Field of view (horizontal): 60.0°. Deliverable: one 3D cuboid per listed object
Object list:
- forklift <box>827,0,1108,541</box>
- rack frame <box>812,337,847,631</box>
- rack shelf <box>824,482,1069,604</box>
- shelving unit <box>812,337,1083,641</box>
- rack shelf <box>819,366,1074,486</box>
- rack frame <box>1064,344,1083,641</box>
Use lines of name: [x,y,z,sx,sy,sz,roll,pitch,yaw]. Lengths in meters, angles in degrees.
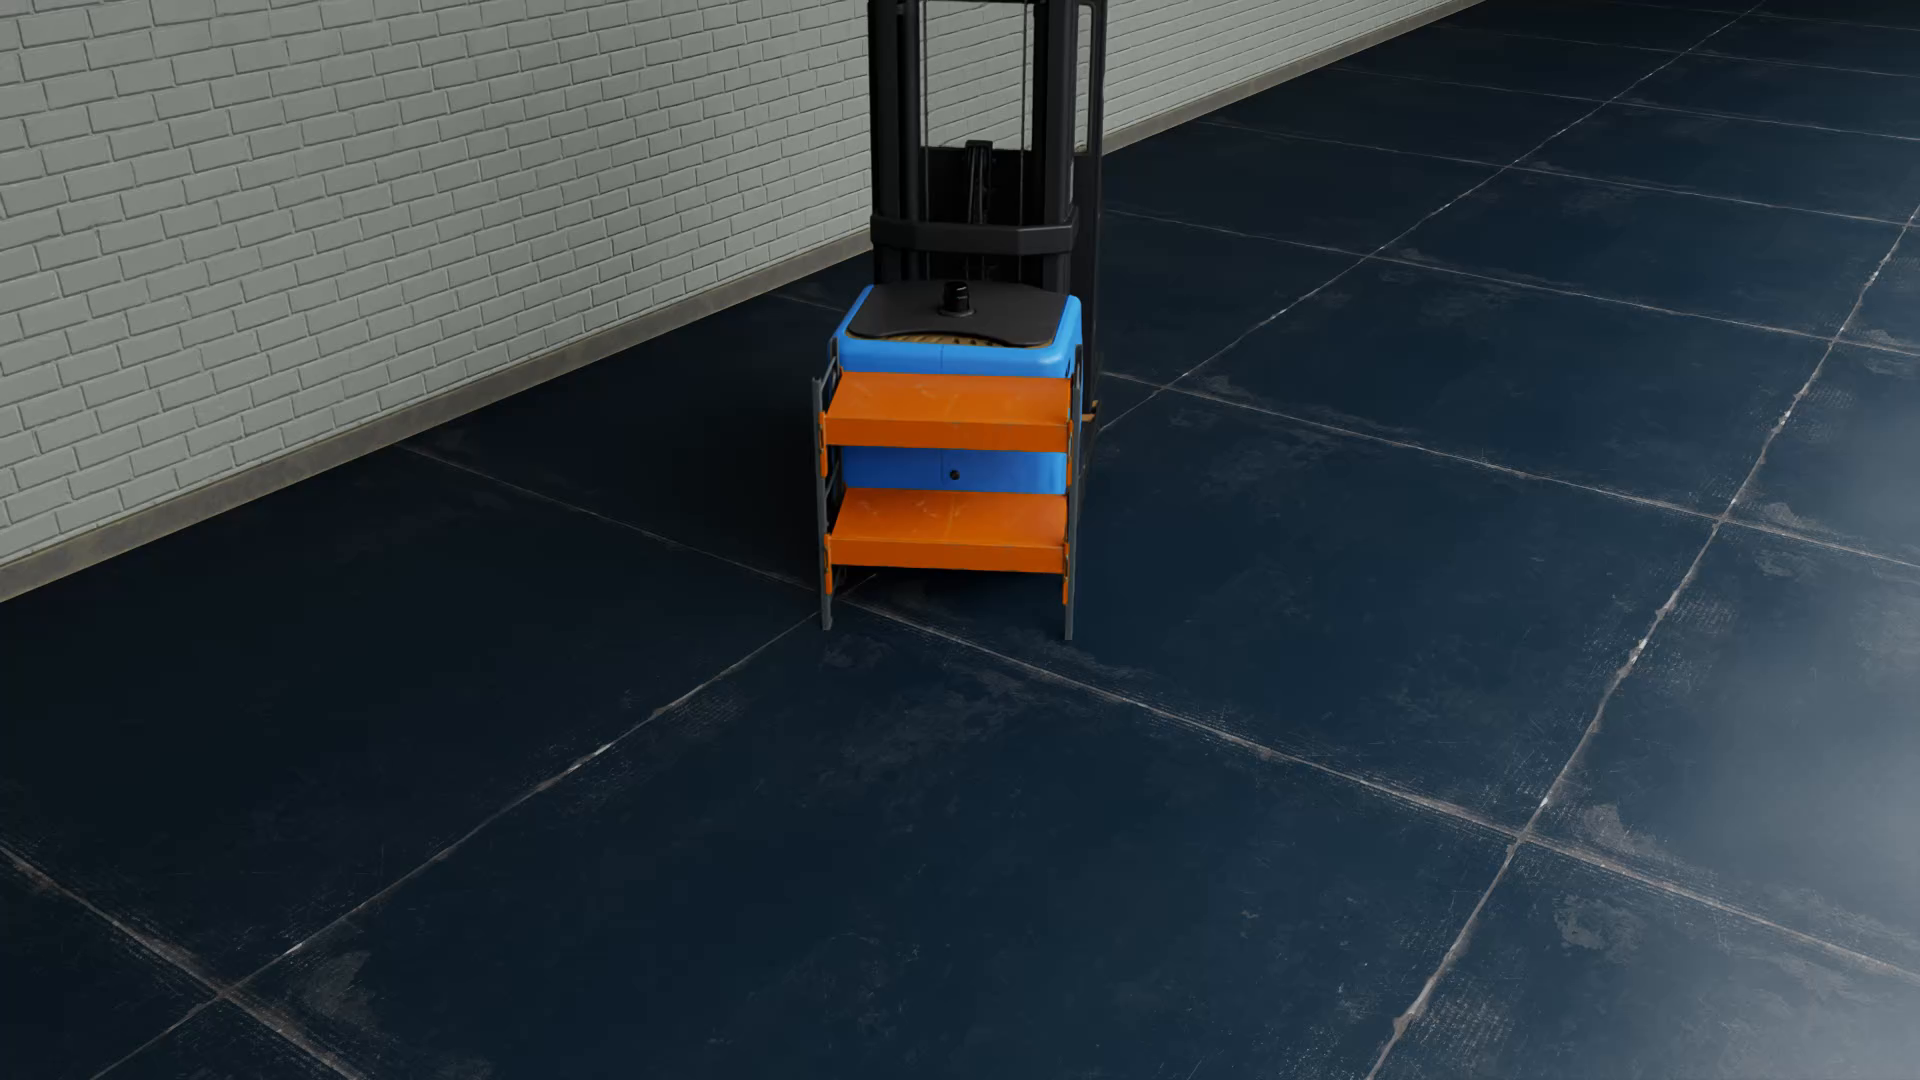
forklift: [0.162,-1.821,8.097,1.130,2.935,3.031,4,27,8]
rack frame: [-0.543,-0.231,6.964,0.032,1.125,0.500,2,27,4]
rack shelf: [-0.037,0.006,7.037,1.000,0.278,0.538,2,27,4]
shelving unit: [-0.037,-0.212,6.926,1.048,1.125,0.538,2,27,4]
rack shelf: [-0.037,-0.473,6.794,1.000,0.278,0.538,2,27,4]
rack frame: [0.470,-0.193,6.888,0.032,1.125,0.500,2,27,4]
